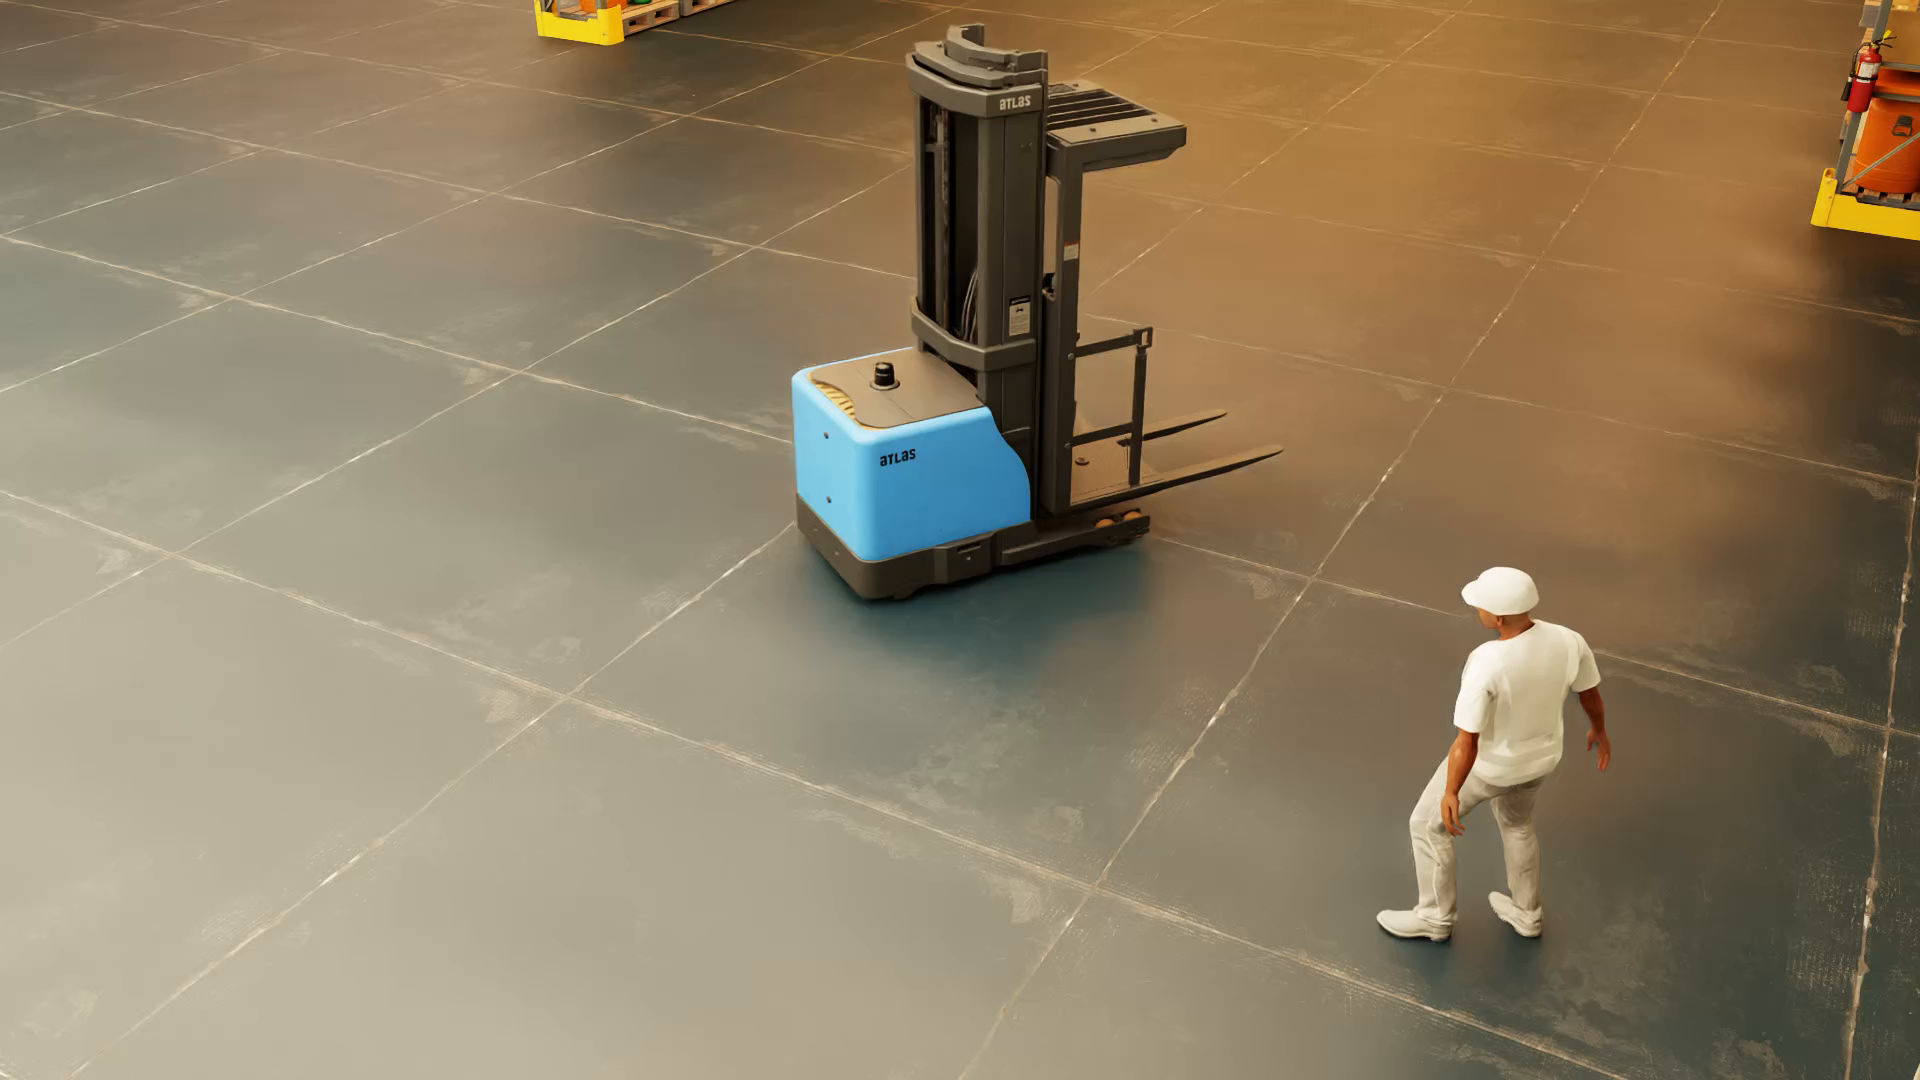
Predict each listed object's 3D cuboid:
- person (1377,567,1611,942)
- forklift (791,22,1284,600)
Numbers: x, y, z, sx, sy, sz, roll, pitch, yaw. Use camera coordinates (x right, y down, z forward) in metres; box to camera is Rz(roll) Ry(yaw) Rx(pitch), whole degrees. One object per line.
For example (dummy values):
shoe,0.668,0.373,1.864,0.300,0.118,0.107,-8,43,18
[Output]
person,2.236,0.881,6.792,0.901,1.733,0.476,-11,32,-18
forklift,0.564,-1.443,9.571,3.031,2.935,1.130,-15,33,-24
